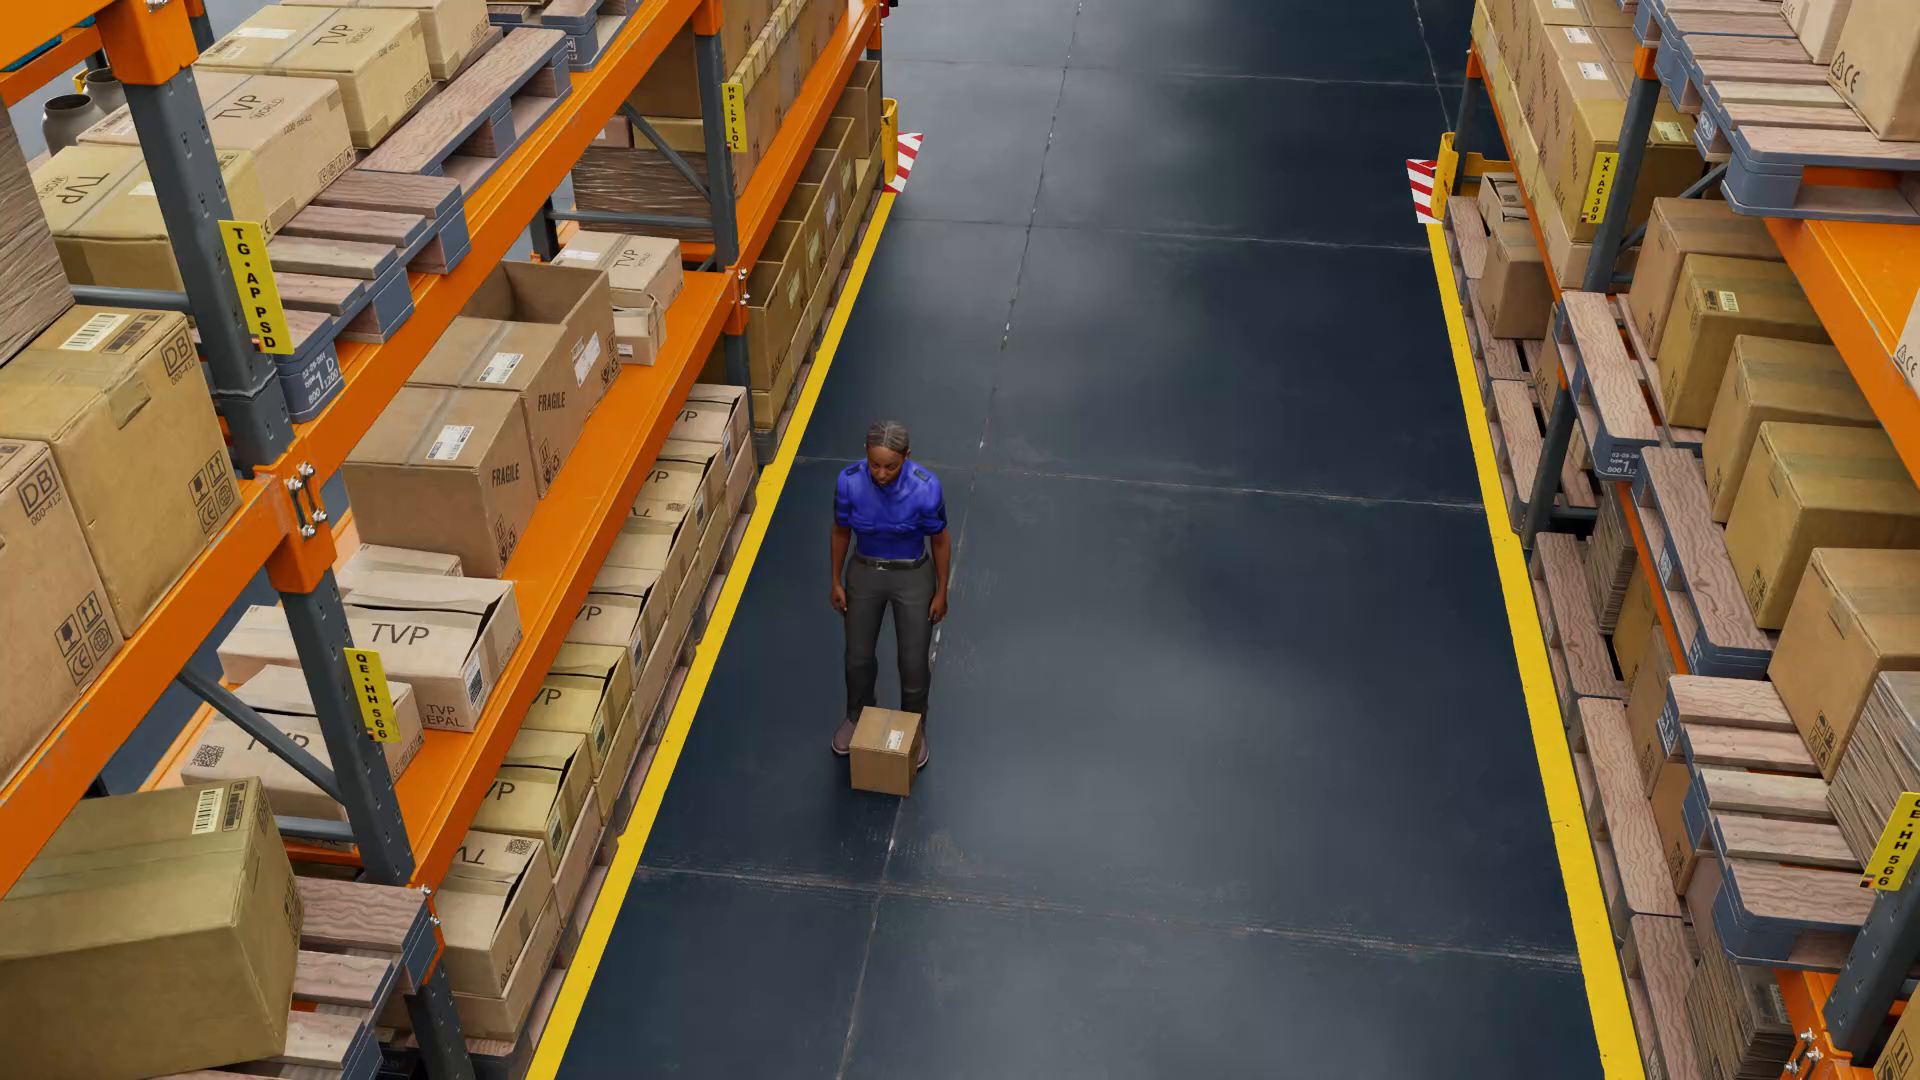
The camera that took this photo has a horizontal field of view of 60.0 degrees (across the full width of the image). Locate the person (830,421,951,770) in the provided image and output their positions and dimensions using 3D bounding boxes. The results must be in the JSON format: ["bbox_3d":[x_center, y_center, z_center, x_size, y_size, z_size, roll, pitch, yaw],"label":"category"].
[{"bbox_3d":[-0.294,0.200,6.770,0.505,1.655,0.390,5,37,7],"label":"person"}]
